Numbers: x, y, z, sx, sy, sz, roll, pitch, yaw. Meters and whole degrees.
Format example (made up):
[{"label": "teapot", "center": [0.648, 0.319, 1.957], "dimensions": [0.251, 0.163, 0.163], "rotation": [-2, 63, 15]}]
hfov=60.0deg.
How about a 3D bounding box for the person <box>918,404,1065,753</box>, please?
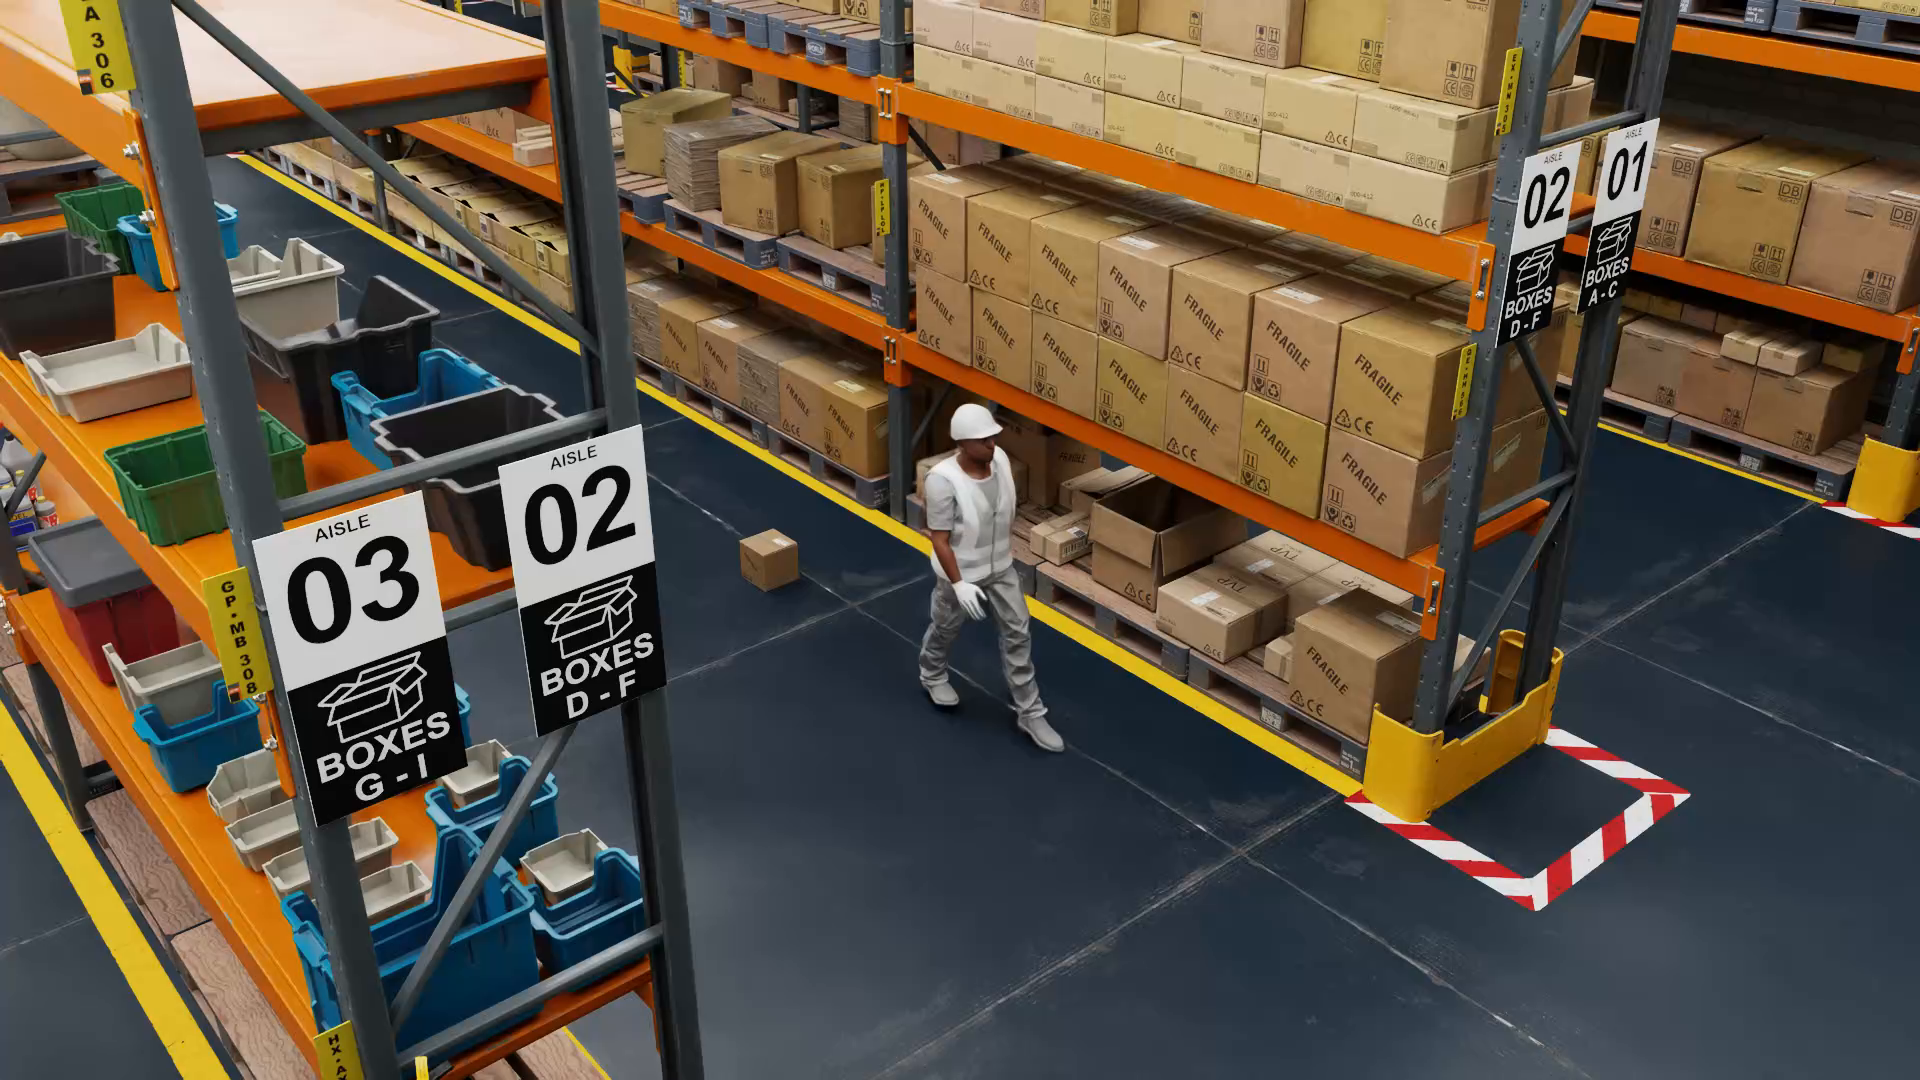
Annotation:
[{"label": "person", "center": [0.126, 0.170, 8.250], "dimensions": [0.566, 1.759, 0.924], "rotation": [-21, 34, -34]}]
